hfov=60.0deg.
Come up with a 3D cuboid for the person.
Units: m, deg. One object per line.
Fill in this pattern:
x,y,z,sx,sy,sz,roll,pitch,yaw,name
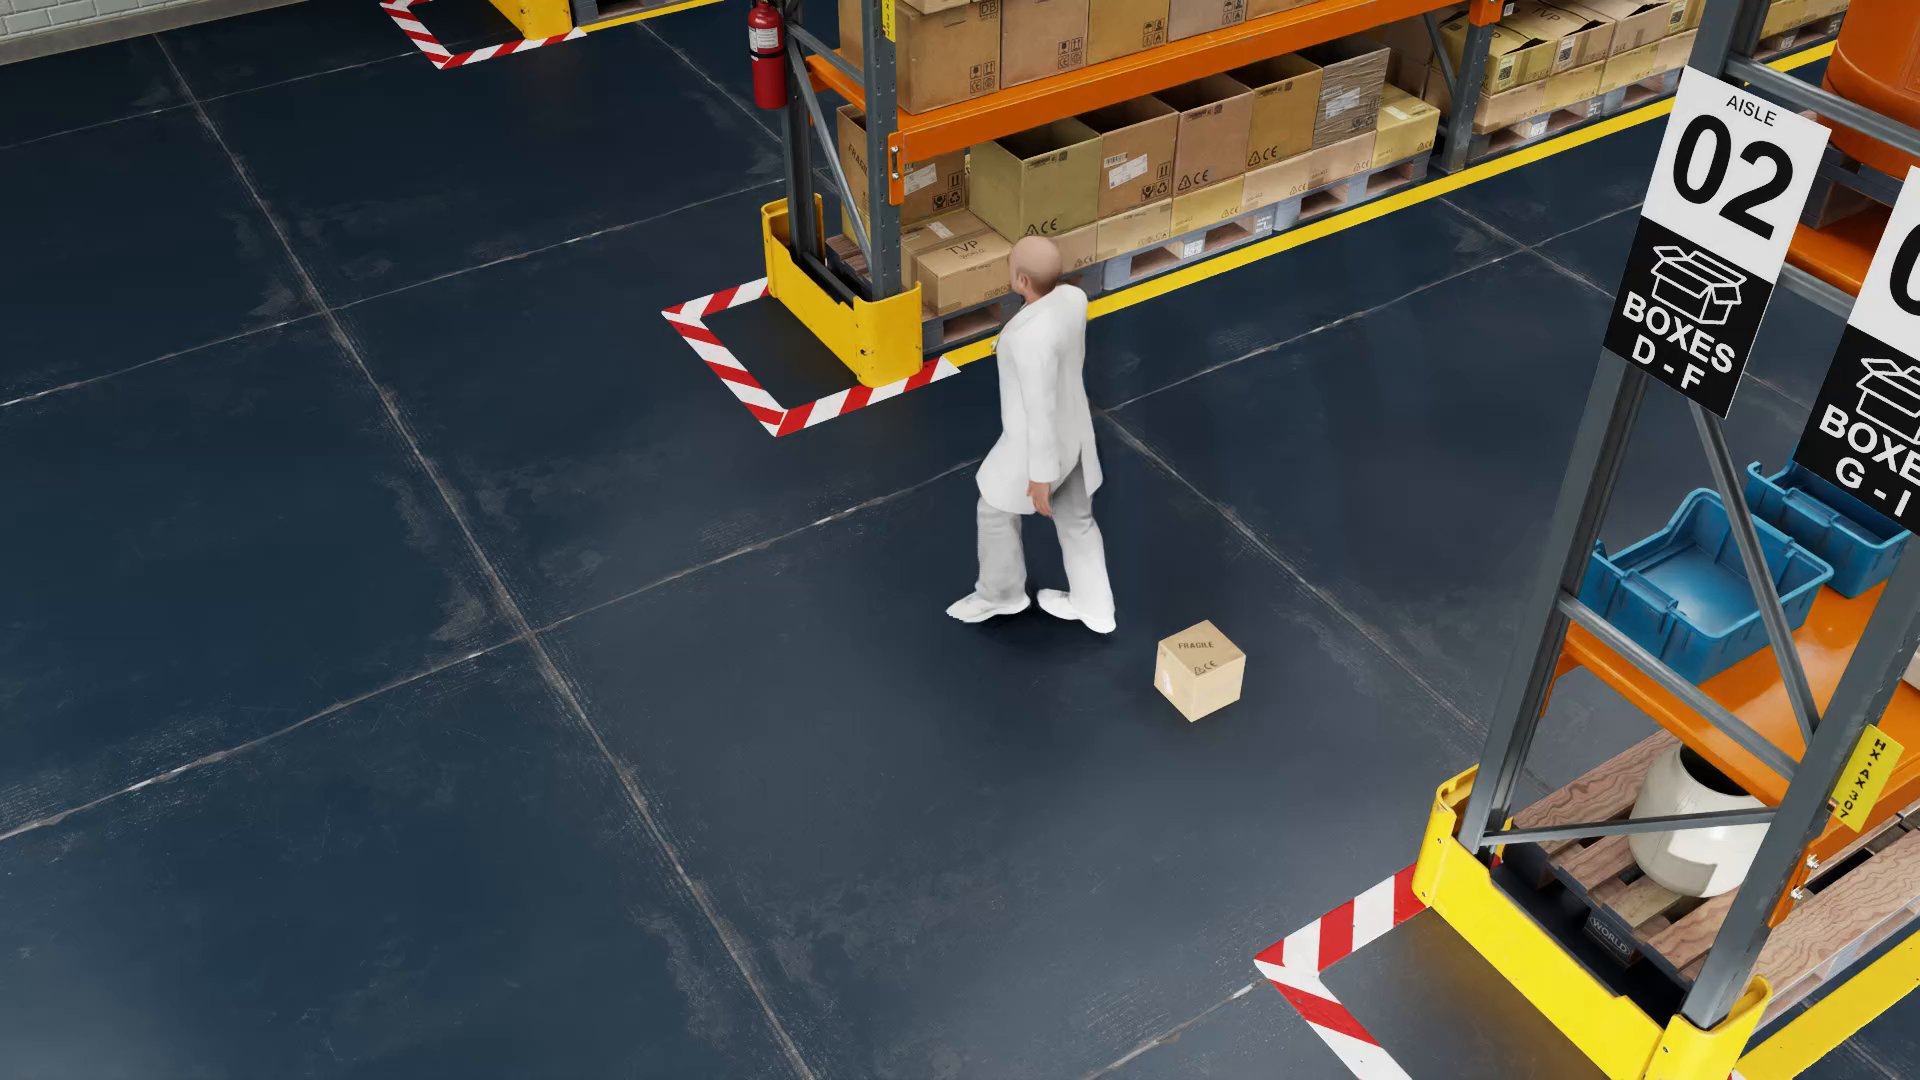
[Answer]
0.354,-0.366,6.623,0.702,1.818,0.615,22,45,24,person
